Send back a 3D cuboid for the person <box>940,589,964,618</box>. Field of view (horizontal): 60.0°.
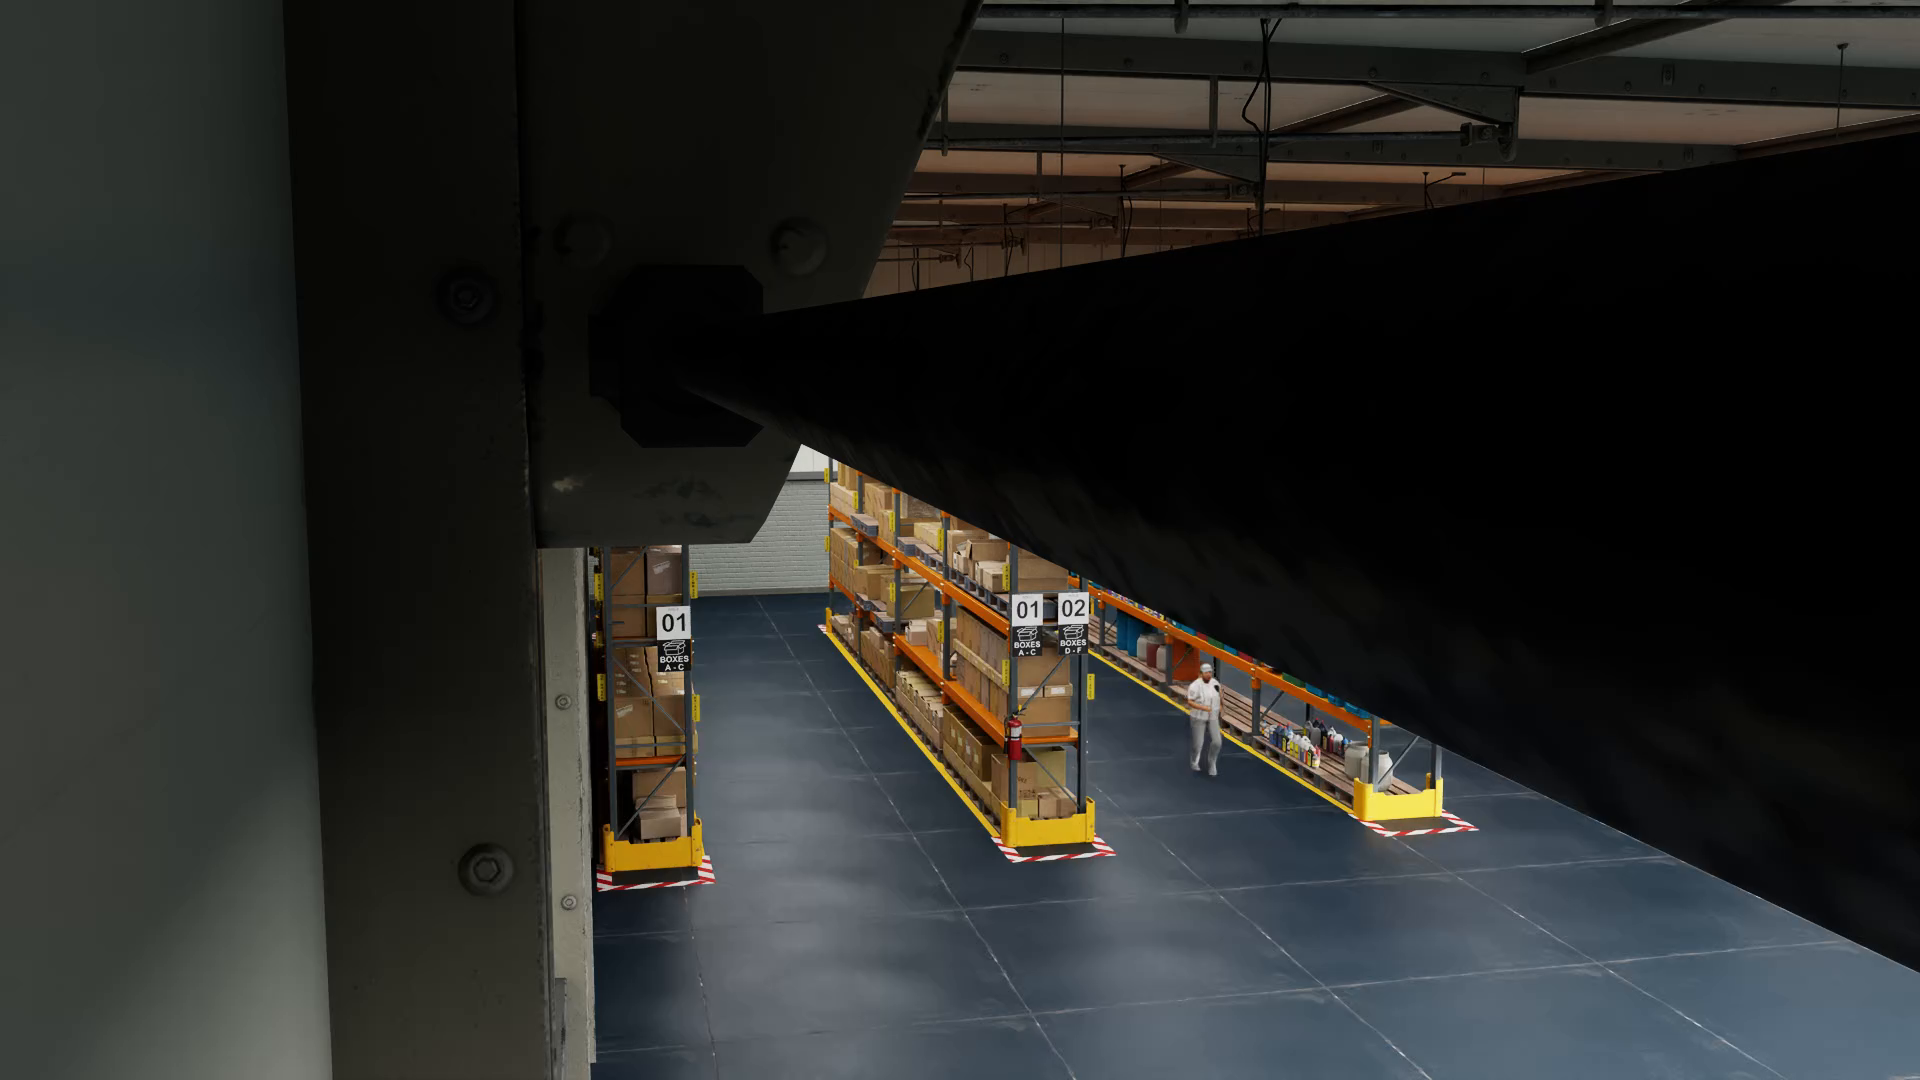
[{"bbox_3d":[-0.139,1.300,35.406,0.626,1.748,0.796,-3,7,-23],"label":"person"}]

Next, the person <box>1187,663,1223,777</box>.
[{"bbox_3d":[3.608,2.645,24.314,0.619,1.711,0.673,-2,7,-14],"label":"person"}]
